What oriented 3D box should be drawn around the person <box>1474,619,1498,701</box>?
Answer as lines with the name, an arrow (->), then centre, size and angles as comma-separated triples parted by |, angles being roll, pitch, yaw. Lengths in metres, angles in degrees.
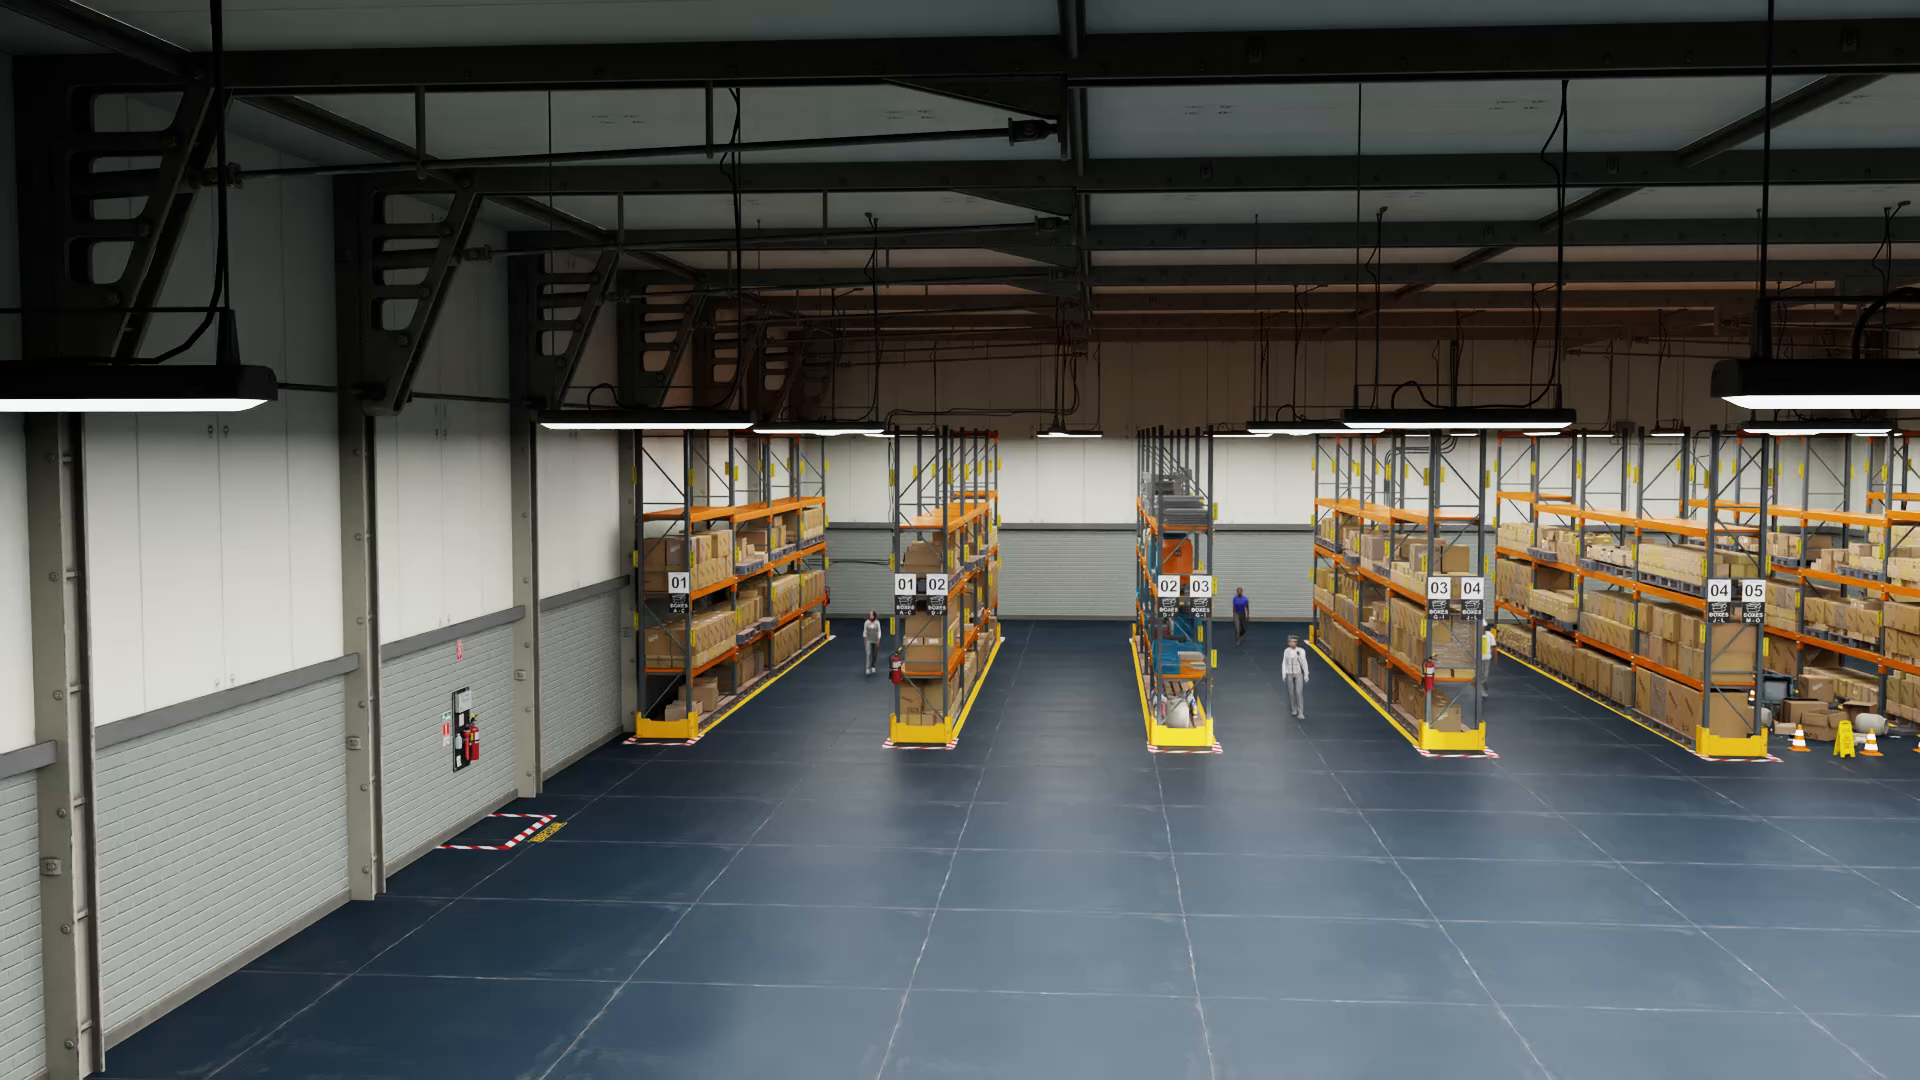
person -> 11.544, 2.642, 36.758 | 0.638, 1.796, 0.658 | 0, 3, 7

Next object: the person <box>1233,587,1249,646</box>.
person -> 7.833, 2.112, 46.425 | 0.444, 1.611, 0.843 | 0, 3, 2

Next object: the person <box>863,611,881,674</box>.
person -> -2.138, 2.500, 40.497 | 0.435, 1.532, 0.967 | -1, 3, -11

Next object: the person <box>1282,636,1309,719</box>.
person -> 6.924, 2.820, 34.450 | 0.590, 1.671, 0.622 | 2, 4, 31
